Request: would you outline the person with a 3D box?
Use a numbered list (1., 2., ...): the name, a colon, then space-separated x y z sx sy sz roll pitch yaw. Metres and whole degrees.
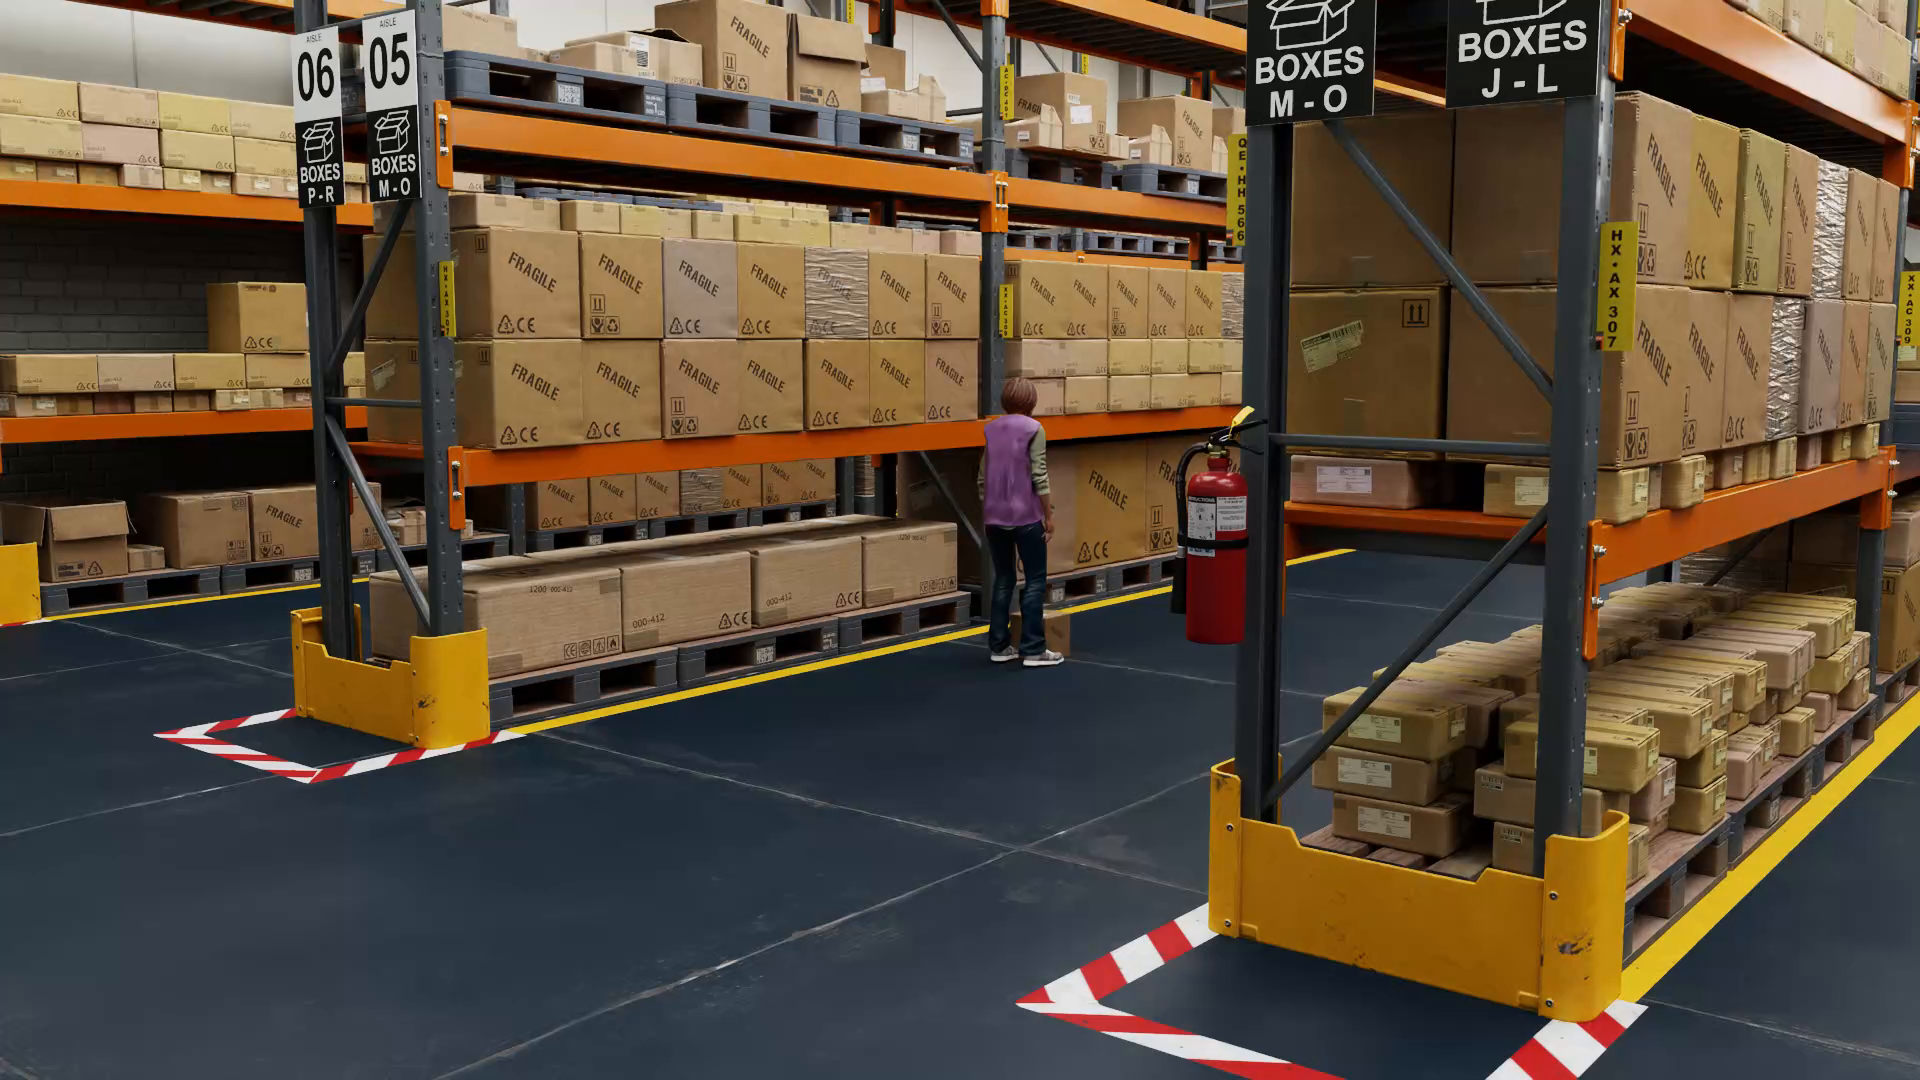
1. person: 0.314 -0.096 9.214 0.473 1.580 0.349 5 8 36
